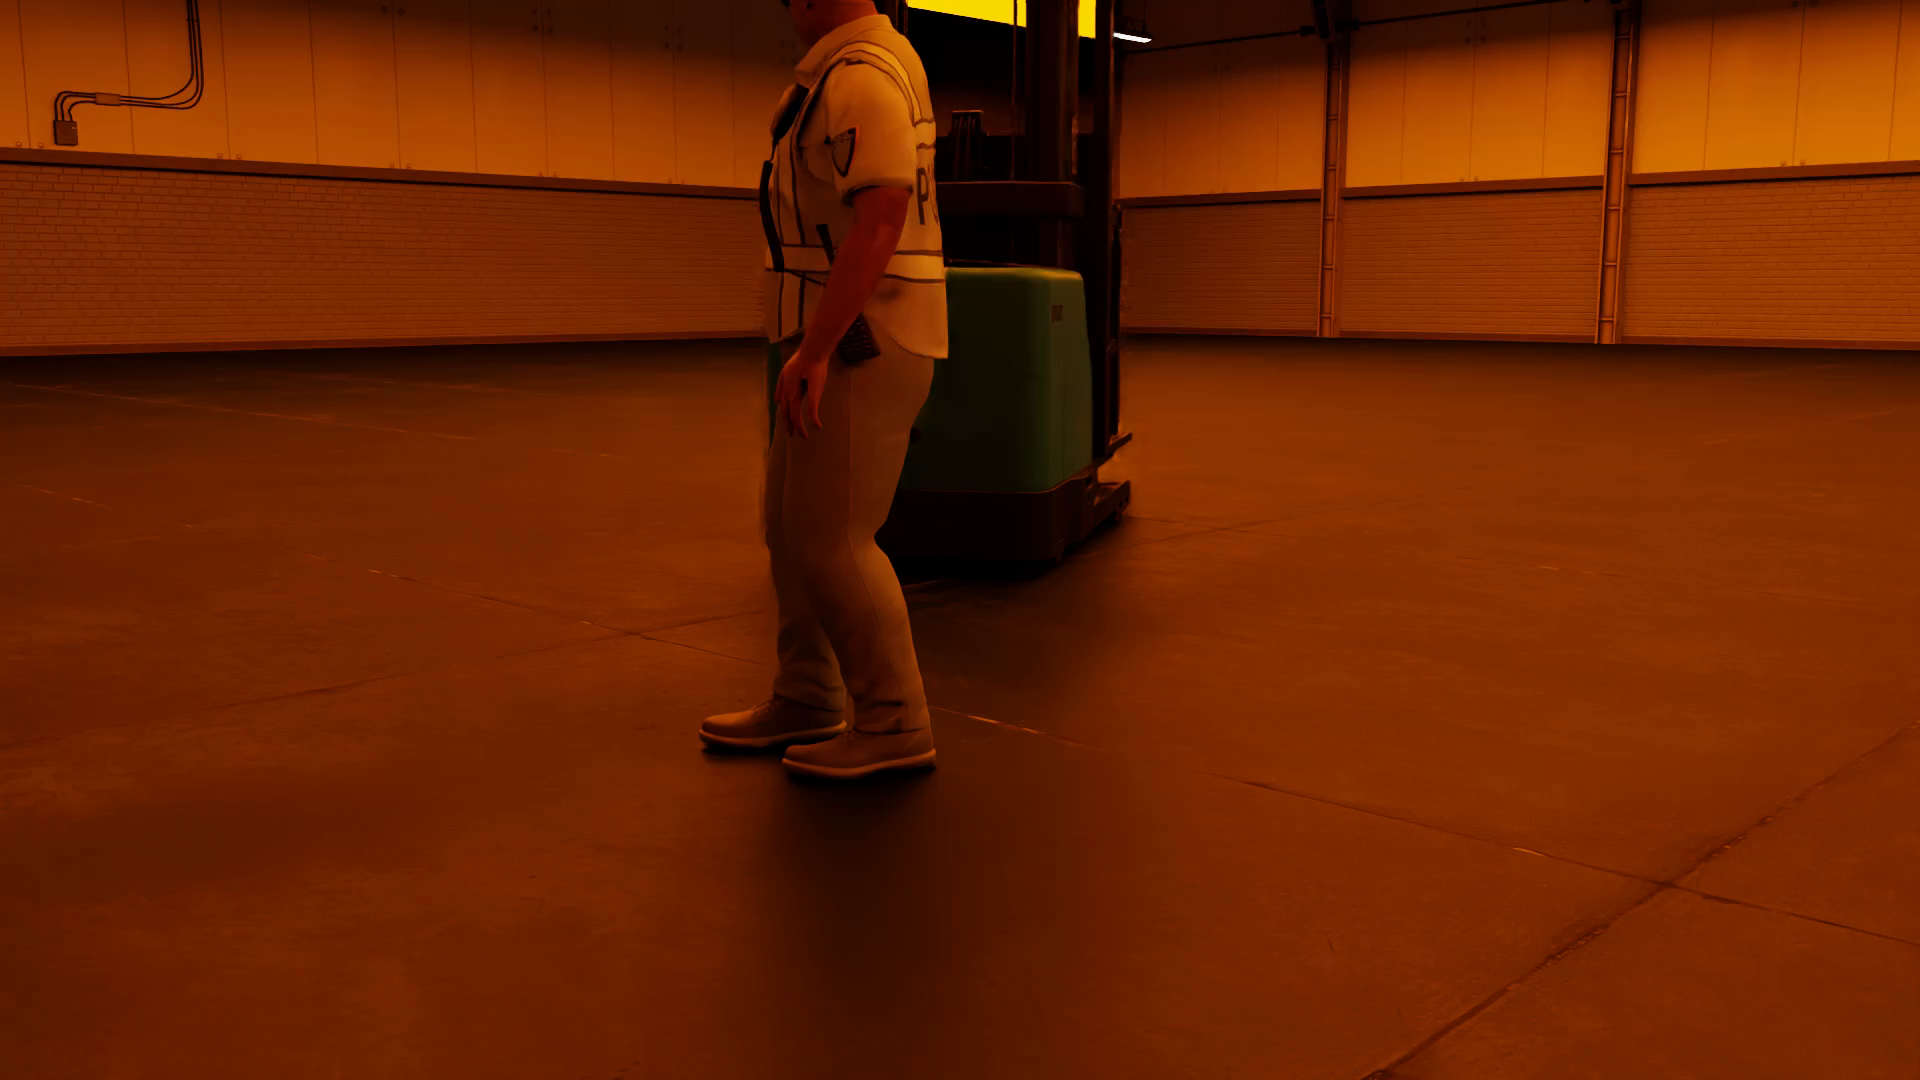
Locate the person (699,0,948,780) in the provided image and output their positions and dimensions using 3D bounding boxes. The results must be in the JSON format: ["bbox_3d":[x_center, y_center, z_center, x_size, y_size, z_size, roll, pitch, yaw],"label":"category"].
[{"bbox_3d":[-0.296,-0.389,3.428,0.537,1.749,0.738,-1,9,-5],"label":"person"}]

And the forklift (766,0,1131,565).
[{"bbox_3d":[0.142,-1.538,7.086,1.130,2.935,3.031,2,9,13],"label":"forklift"}]
